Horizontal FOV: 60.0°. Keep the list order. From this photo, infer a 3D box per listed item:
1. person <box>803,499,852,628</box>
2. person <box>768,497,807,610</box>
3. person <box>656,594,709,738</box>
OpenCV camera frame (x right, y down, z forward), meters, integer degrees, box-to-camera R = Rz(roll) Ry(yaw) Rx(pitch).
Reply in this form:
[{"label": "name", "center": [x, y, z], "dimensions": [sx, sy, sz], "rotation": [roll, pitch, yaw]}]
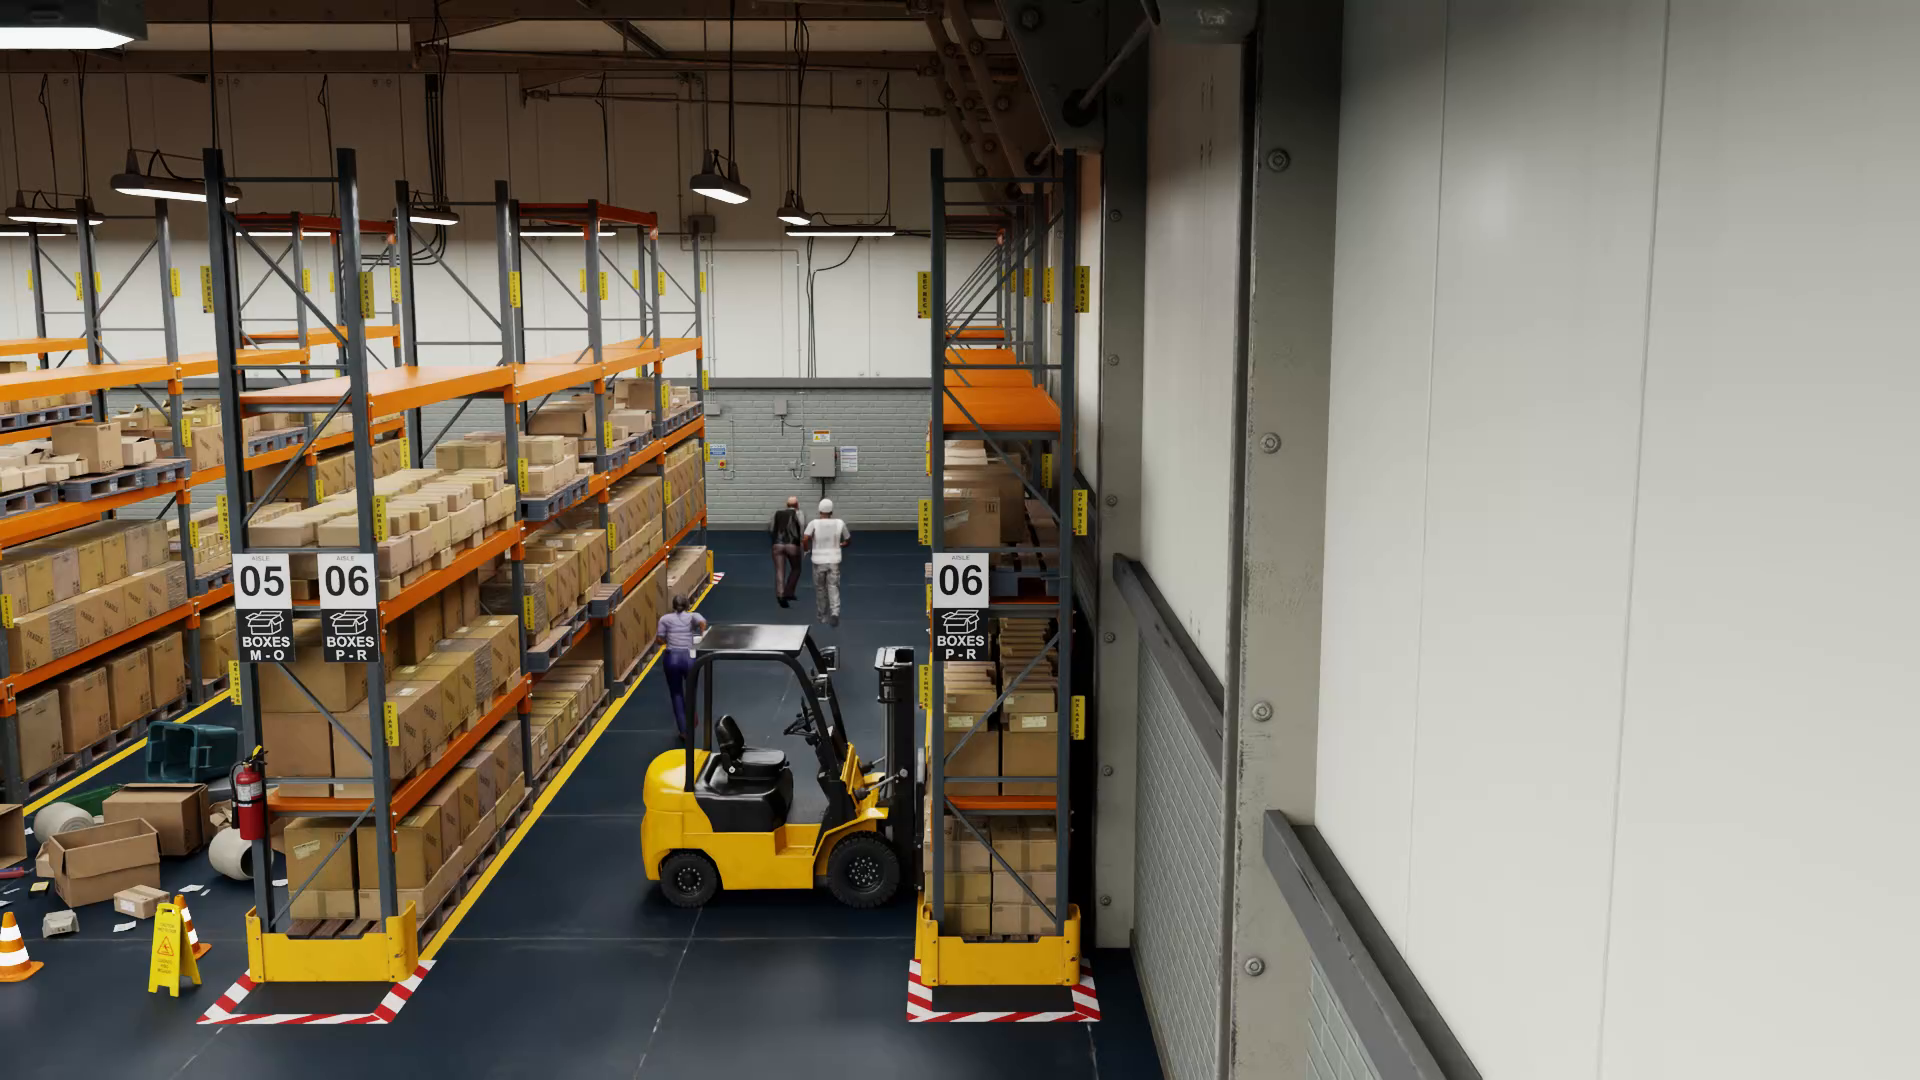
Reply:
[{"label": "person", "center": [-1.857, 0.317, 23.044], "dimensions": [0.704, 1.789, 0.846], "rotation": [-2, 9, -14]}, {"label": "person", "center": [-2.603, 0.199, 24.759], "dimensions": [0.642, 1.588, 1.066], "rotation": [2, 9, 10]}, {"label": "person", "center": [-3.118, 1.402, 18.746], "dimensions": [0.585, 1.570, 0.795], "rotation": [-2, 9, -13]}]
